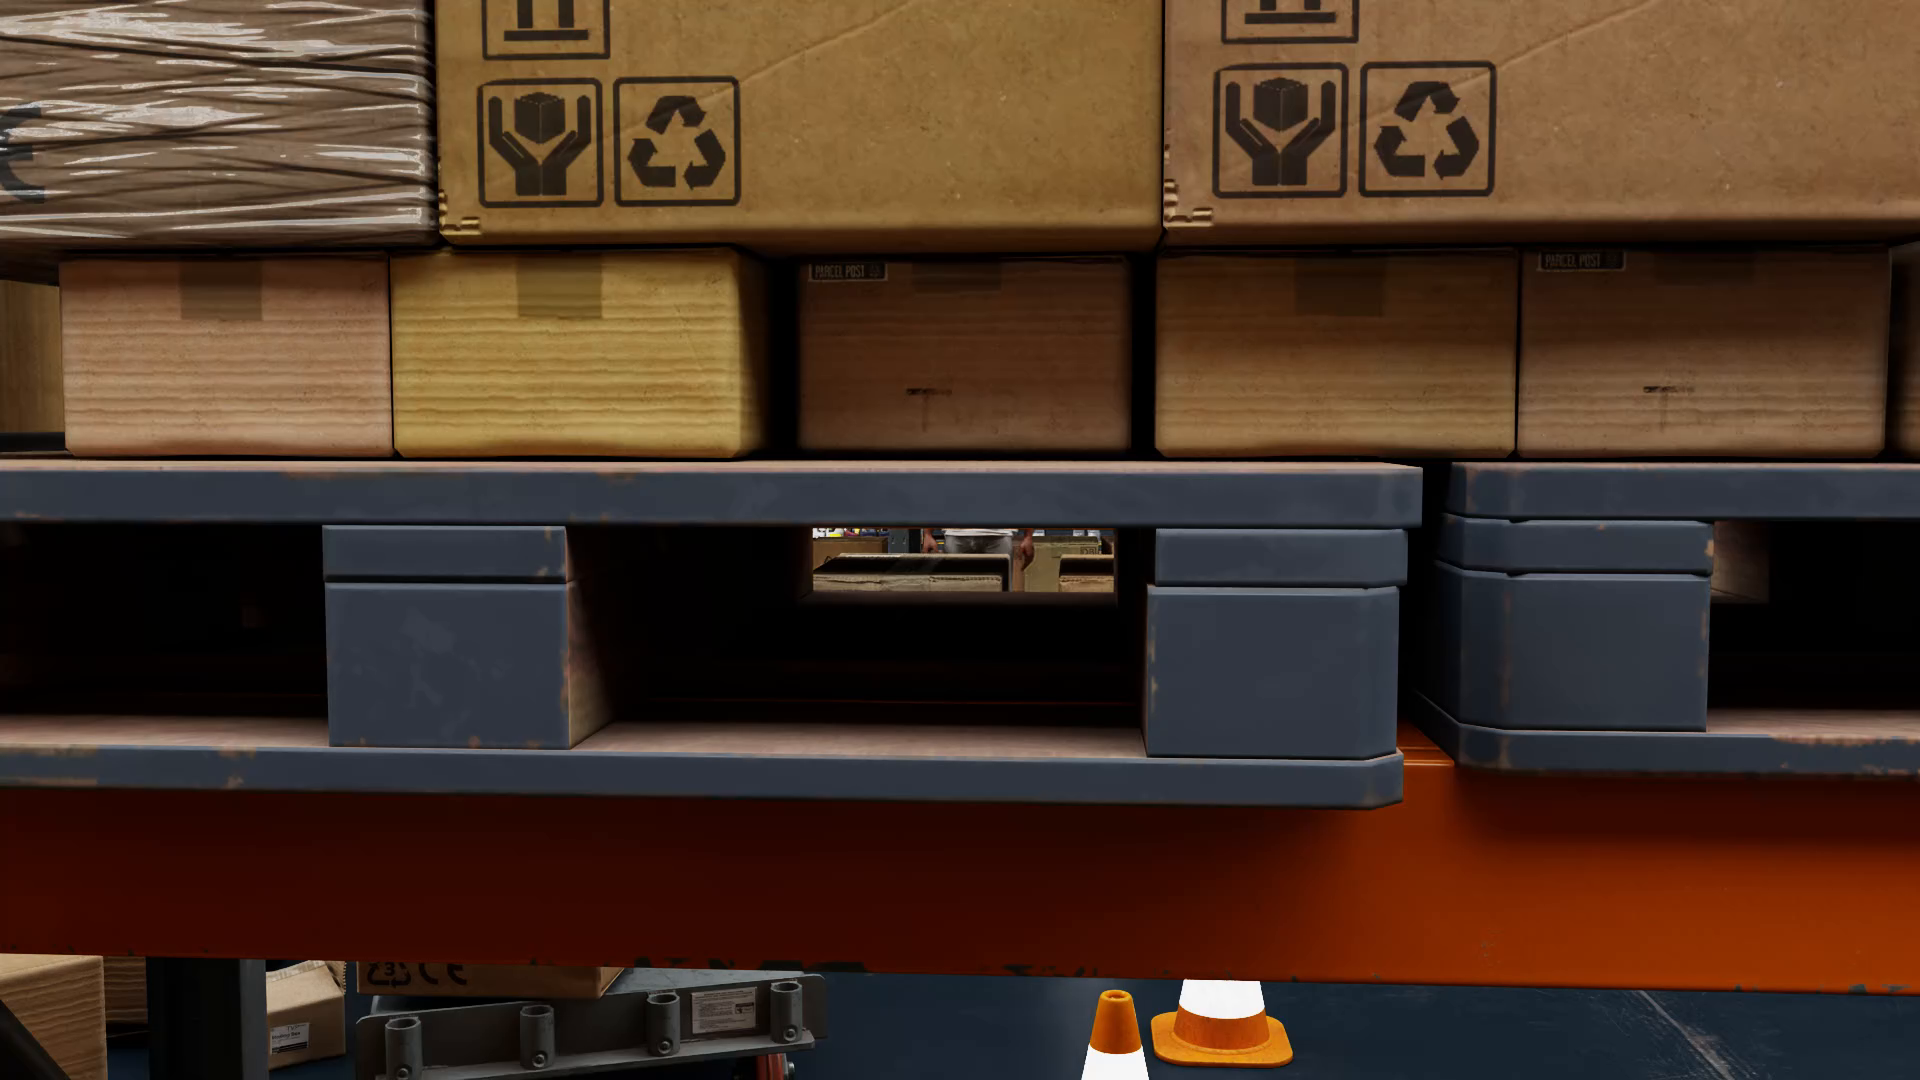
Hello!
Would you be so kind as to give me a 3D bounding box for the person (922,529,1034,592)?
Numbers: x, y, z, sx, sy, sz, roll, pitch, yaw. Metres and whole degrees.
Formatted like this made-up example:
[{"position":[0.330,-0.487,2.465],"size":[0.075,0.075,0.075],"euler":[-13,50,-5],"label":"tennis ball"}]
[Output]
[{"position":[0.103,-0.005,9.317],"size":[0.632,1.760,0.463],"euler":[0,4,3],"label":"person"}]
